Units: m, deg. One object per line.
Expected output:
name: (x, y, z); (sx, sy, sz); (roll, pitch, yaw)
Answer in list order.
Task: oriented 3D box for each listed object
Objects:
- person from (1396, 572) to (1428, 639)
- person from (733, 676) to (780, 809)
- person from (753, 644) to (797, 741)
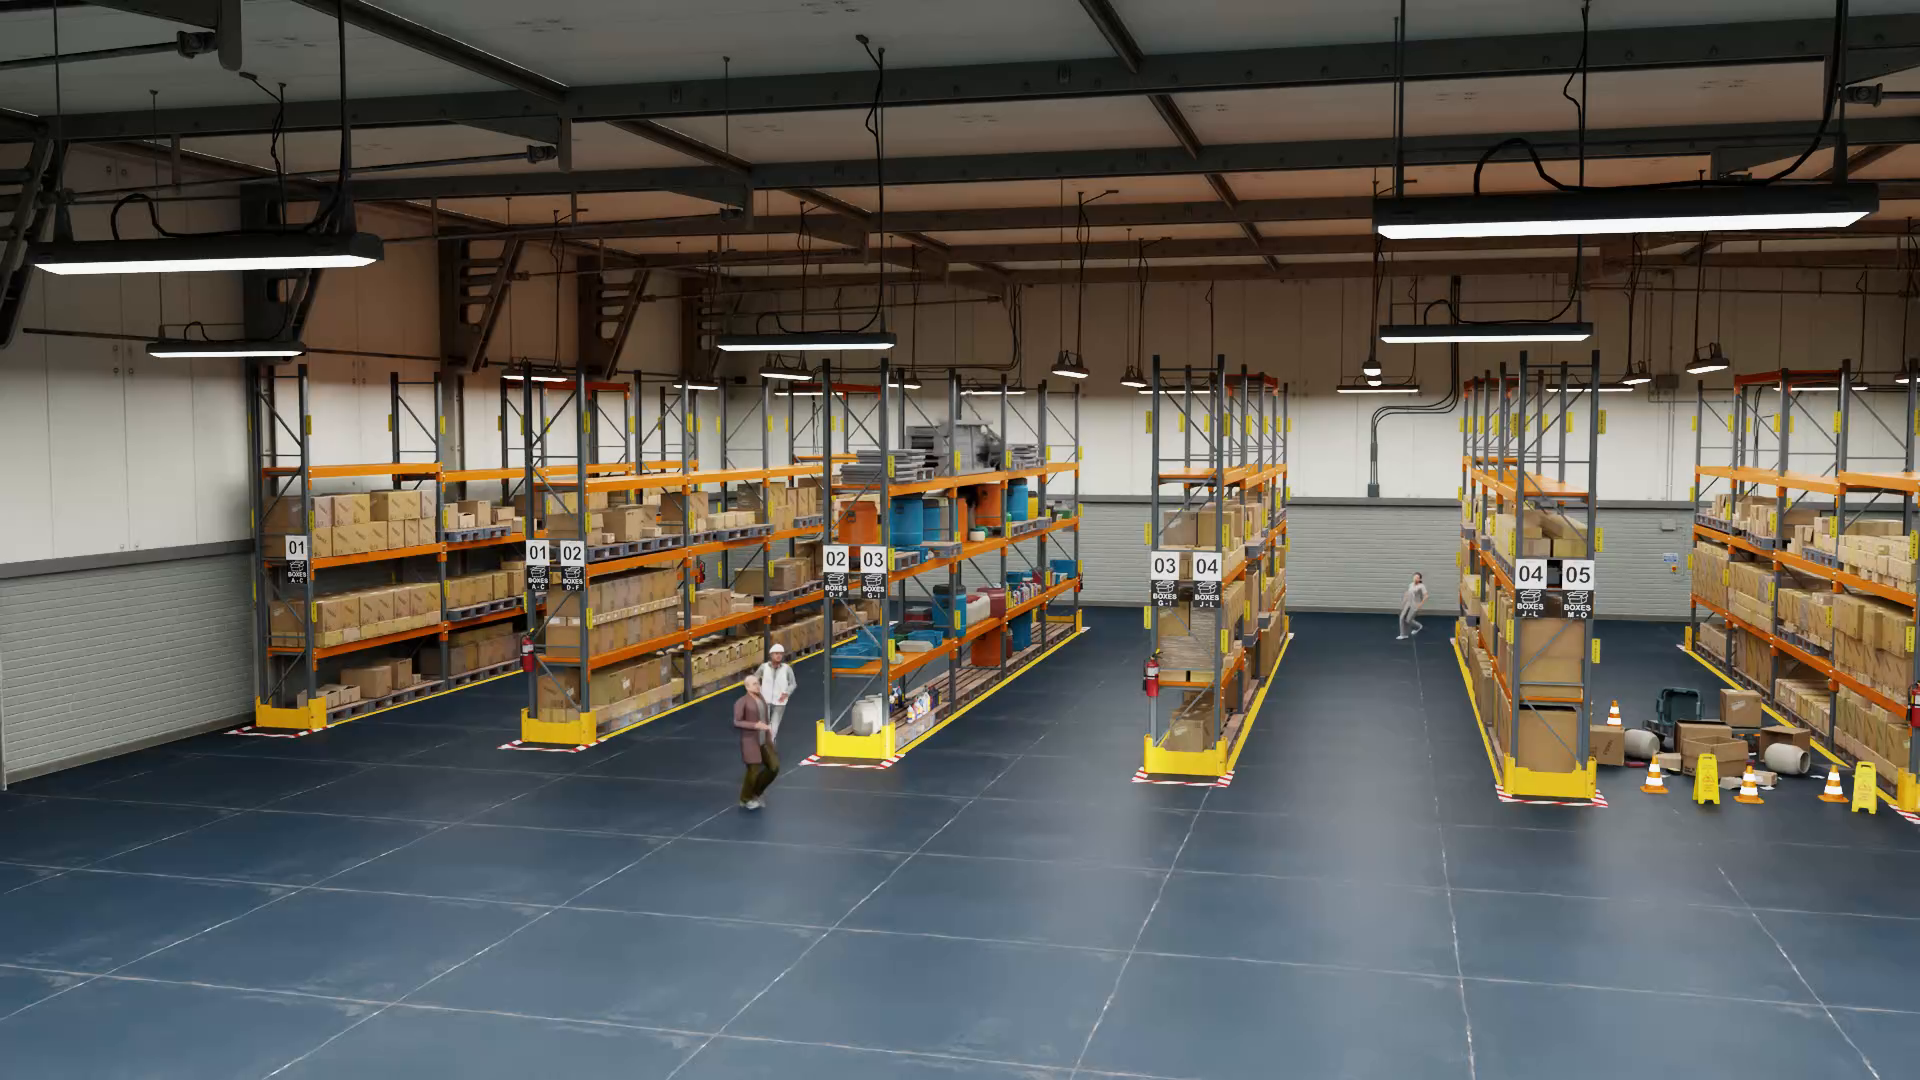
person: (10.670, 1.543, 38.904); (0.619, 1.602, 0.654); (-3, 5, -33)
person: (-2.608, 2.639, 21.559); (0.673, 1.762, 0.694); (3, 5, 40)
person: (-2.820, 2.433, 25.051); (0.681, 1.748, 0.727); (0, 4, -3)
